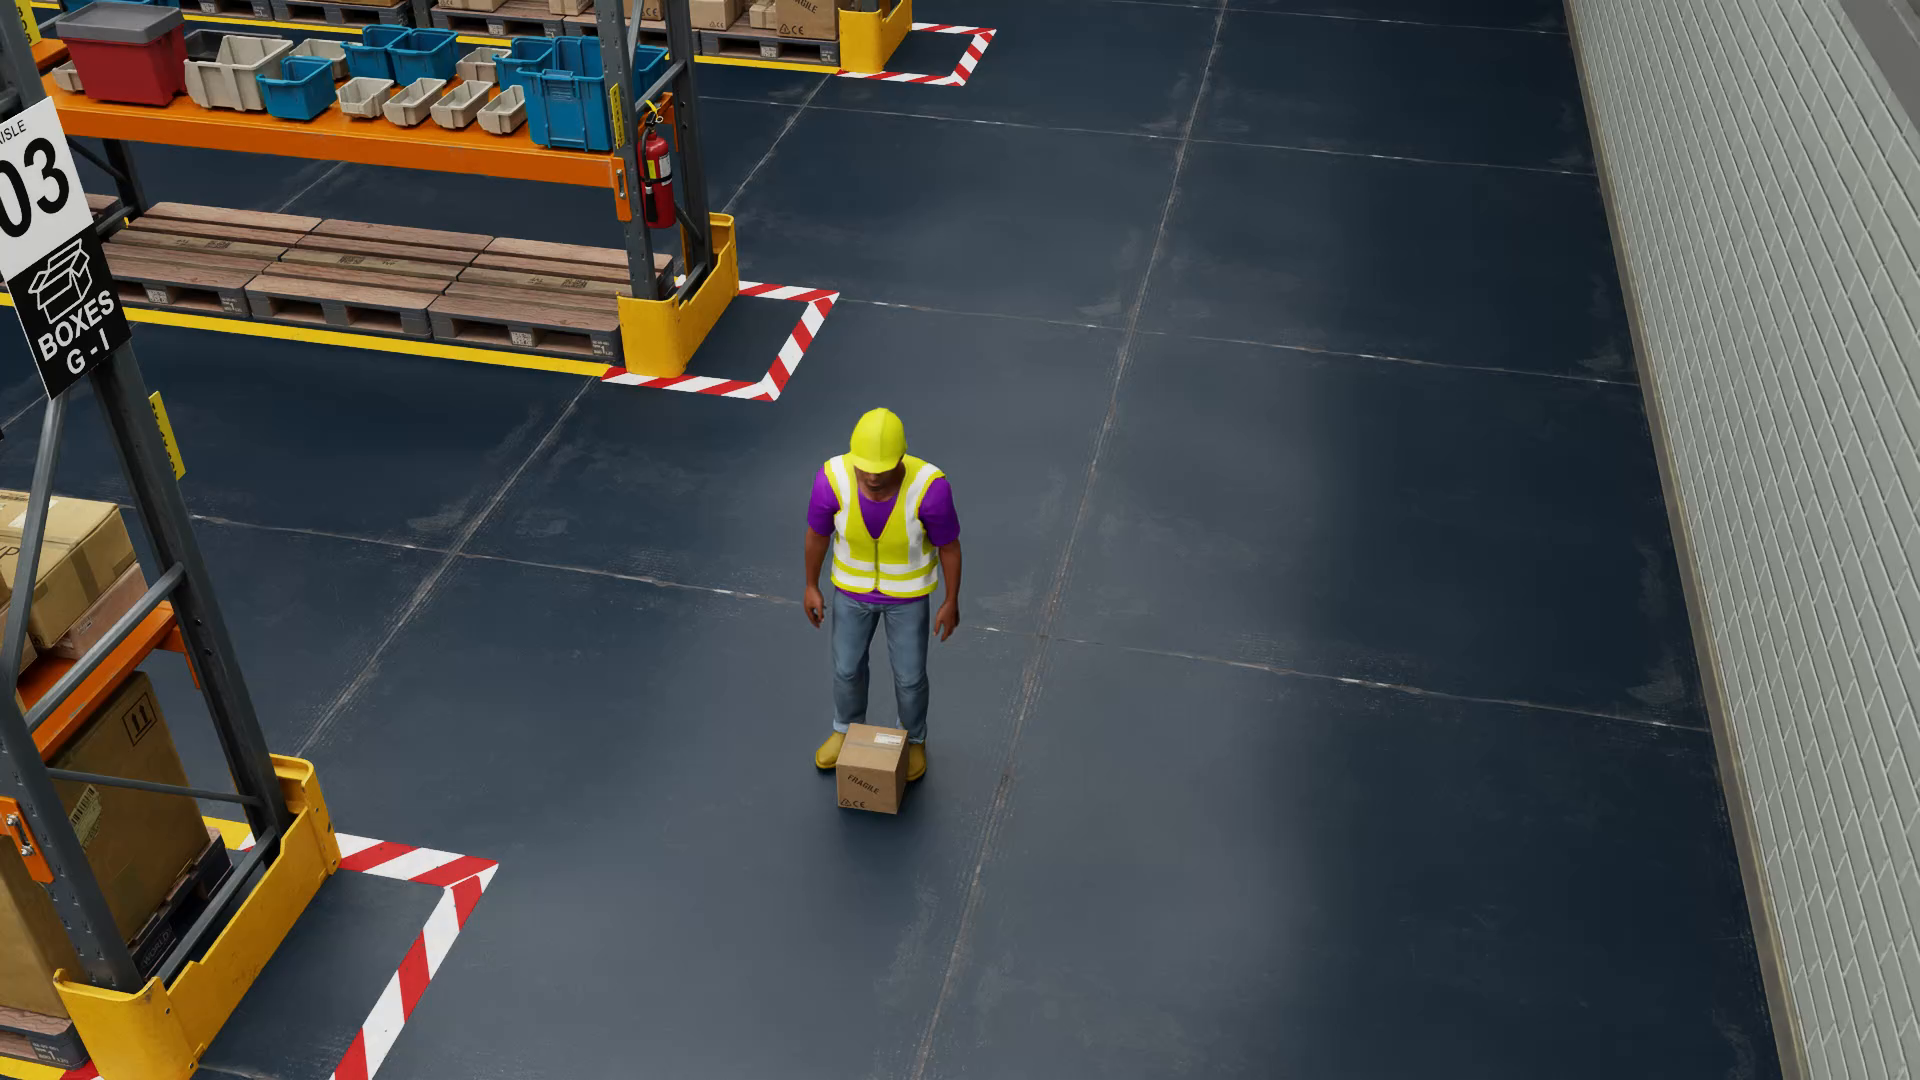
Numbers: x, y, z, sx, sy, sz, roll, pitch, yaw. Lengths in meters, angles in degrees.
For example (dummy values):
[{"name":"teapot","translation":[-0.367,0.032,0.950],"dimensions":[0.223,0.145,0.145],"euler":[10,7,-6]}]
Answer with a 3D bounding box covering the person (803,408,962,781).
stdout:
[{"name":"person","translation":[-0.313,0.212,6.661],"dimensions":[0.637,1.761,0.455],"euler":[6,37,8]}]
